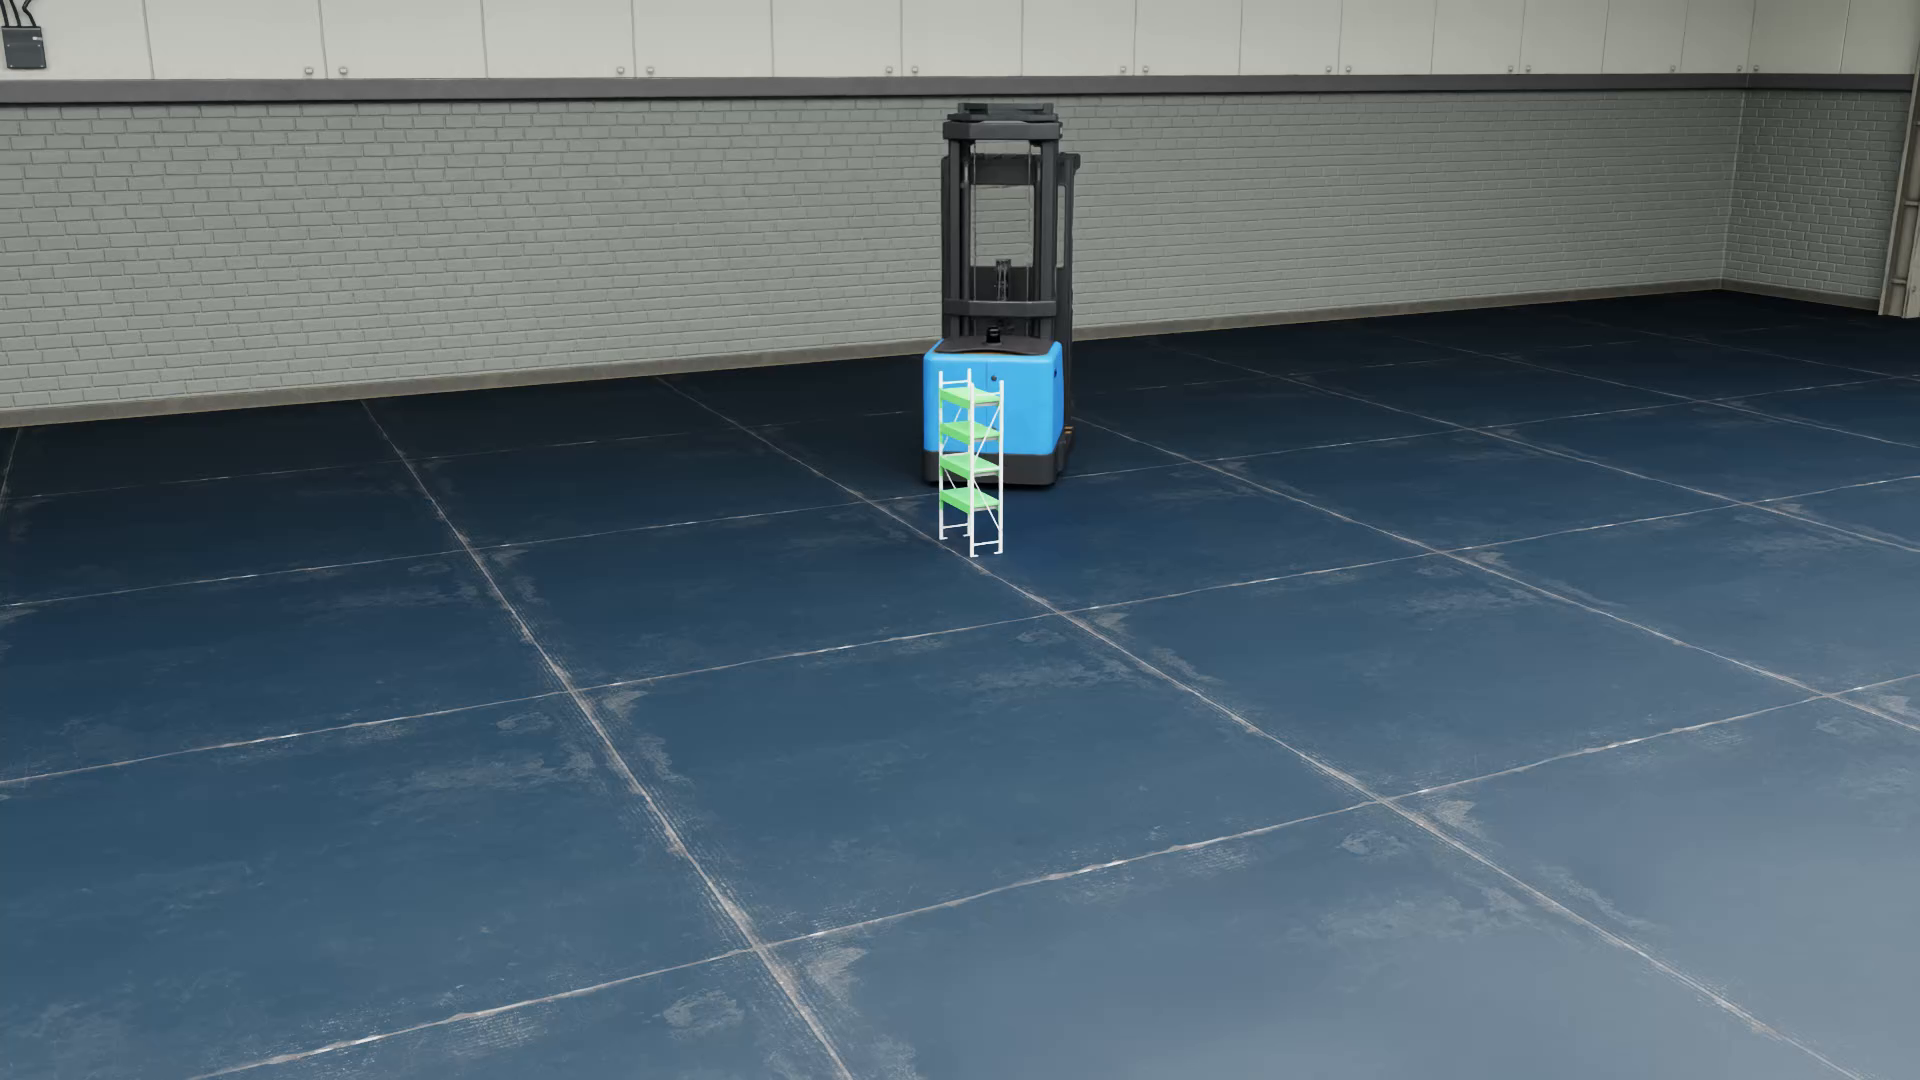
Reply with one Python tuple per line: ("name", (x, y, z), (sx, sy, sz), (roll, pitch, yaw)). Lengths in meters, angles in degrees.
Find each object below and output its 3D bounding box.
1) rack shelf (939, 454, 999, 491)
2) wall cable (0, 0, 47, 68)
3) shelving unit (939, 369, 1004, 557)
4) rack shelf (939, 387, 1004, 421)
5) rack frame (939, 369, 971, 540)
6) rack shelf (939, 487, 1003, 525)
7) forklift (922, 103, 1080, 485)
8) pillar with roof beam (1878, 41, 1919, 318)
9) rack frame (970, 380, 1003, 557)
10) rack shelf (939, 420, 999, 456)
("rack shelf", (0.073, -0.474, 11.460), (0.258, 0.148, 0.480), (-8, 18, -25))
("wall cable", (-7.350, -7.182, 14.298), (2.305, 6.003, 0.169), (-8, 18, -25))
("shelving unit", (0.073, -0.536, 11.442), (0.258, 1.200, 0.503), (-8, 18, -25))
("rack shelf", (0.073, -0.936, 11.327), (0.258, 0.148, 0.480), (-8, 18, -25))
("rack frame", (-0.034, -0.596, 11.653), (0.240, 1.200, 0.015), (-8, 18, -25))
("rack shelf", (0.073, -0.244, 11.526), (0.258, 0.148, 0.480), (-8, 18, -25))
("forklift", (0.425, -2.199, 14.101), (1.130, 2.935, 3.031), (2, 16, 8))
("pillar with roof beam", (8.657, -6.800, 19.133), (9.100, 9.000, 0.400), (-8, 18, -25))
("rack frame", (0.179, -0.475, 11.231), (0.240, 1.200, 0.015), (-8, 18, -25))
("rack shelf", (0.073, -0.705, 11.394), (0.258, 0.148, 0.480), (-8, 18, -25))
